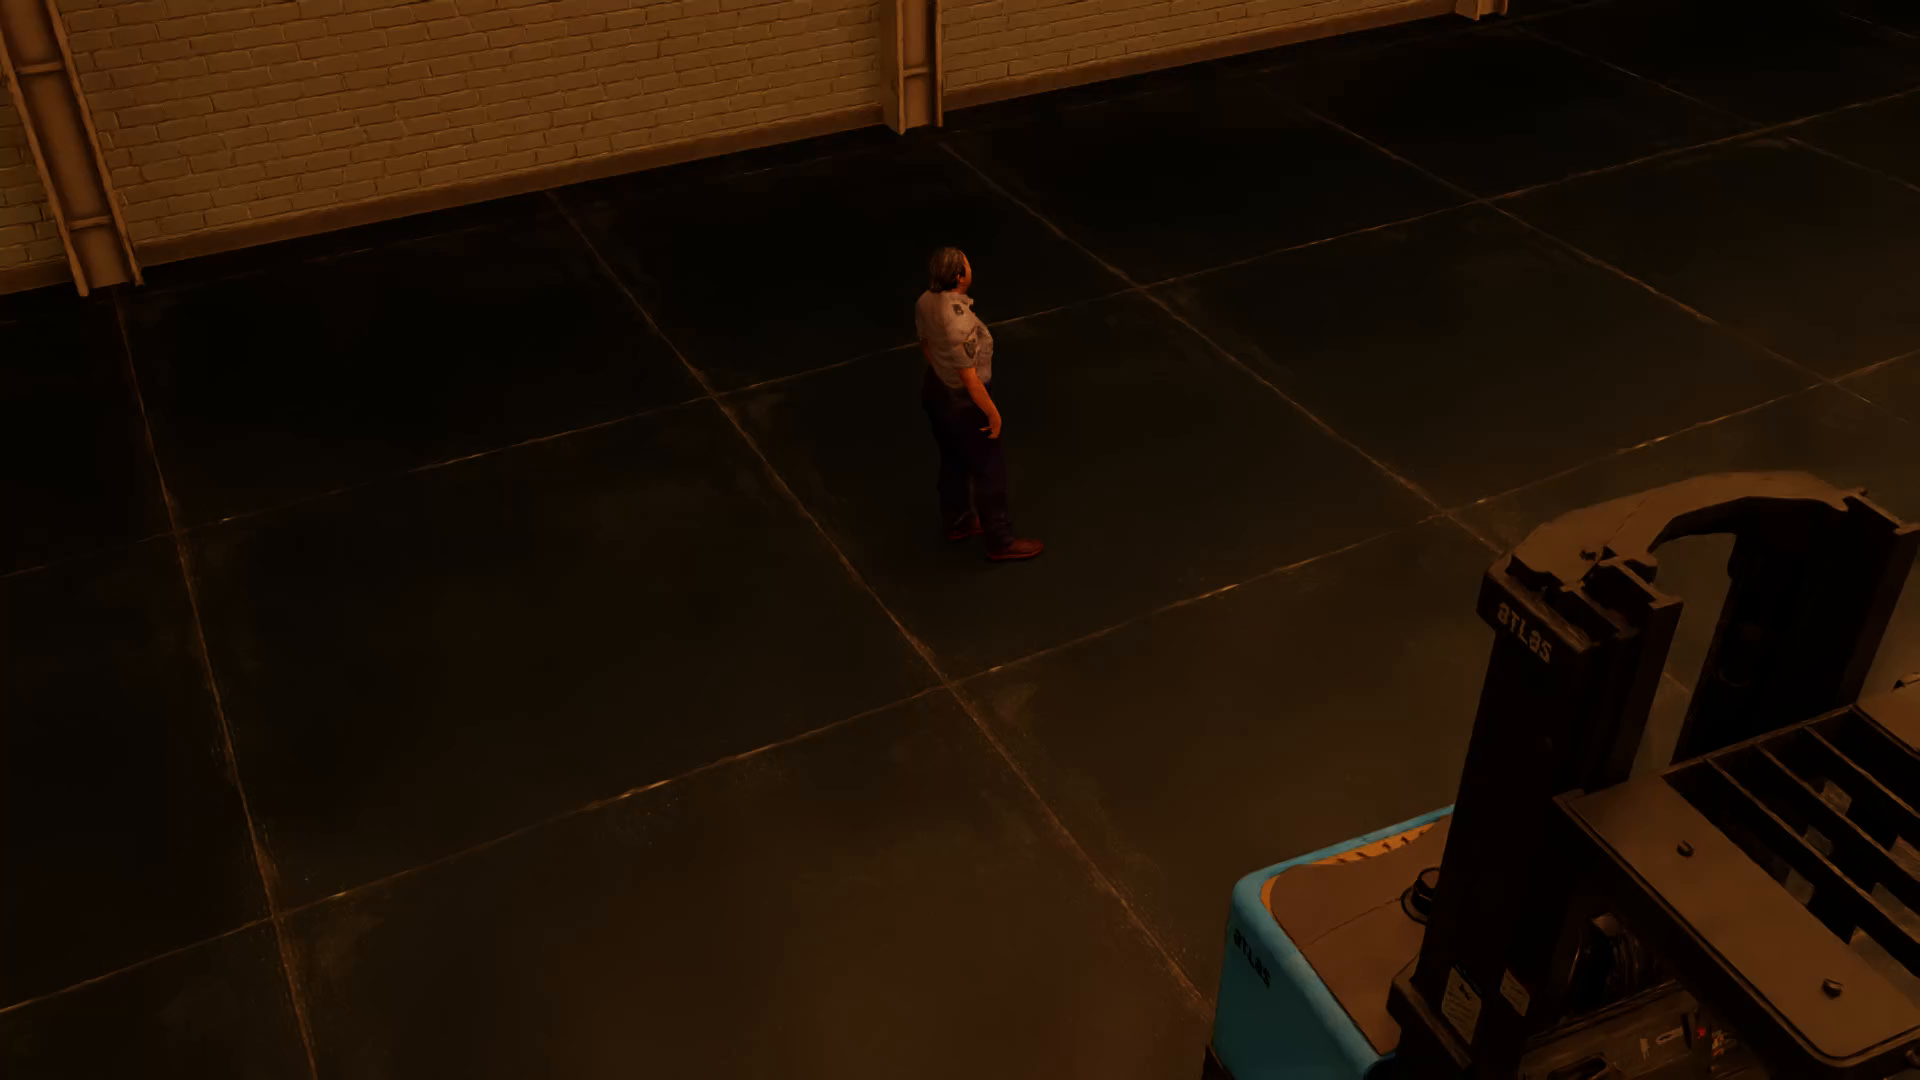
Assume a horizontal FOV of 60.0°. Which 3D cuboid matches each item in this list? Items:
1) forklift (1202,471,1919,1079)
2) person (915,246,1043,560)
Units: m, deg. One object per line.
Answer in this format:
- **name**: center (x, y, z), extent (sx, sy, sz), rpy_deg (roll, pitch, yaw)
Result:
- **forklift**: center (1.888, 1.430, 4.101), extent (1.130, 2.935, 3.031), rpy_deg (-14, 38, -19)
- **person**: center (0.090, -0.692, 8.201), extent (0.502, 1.650, 0.599), rpy_deg (-17, 39, -23)
